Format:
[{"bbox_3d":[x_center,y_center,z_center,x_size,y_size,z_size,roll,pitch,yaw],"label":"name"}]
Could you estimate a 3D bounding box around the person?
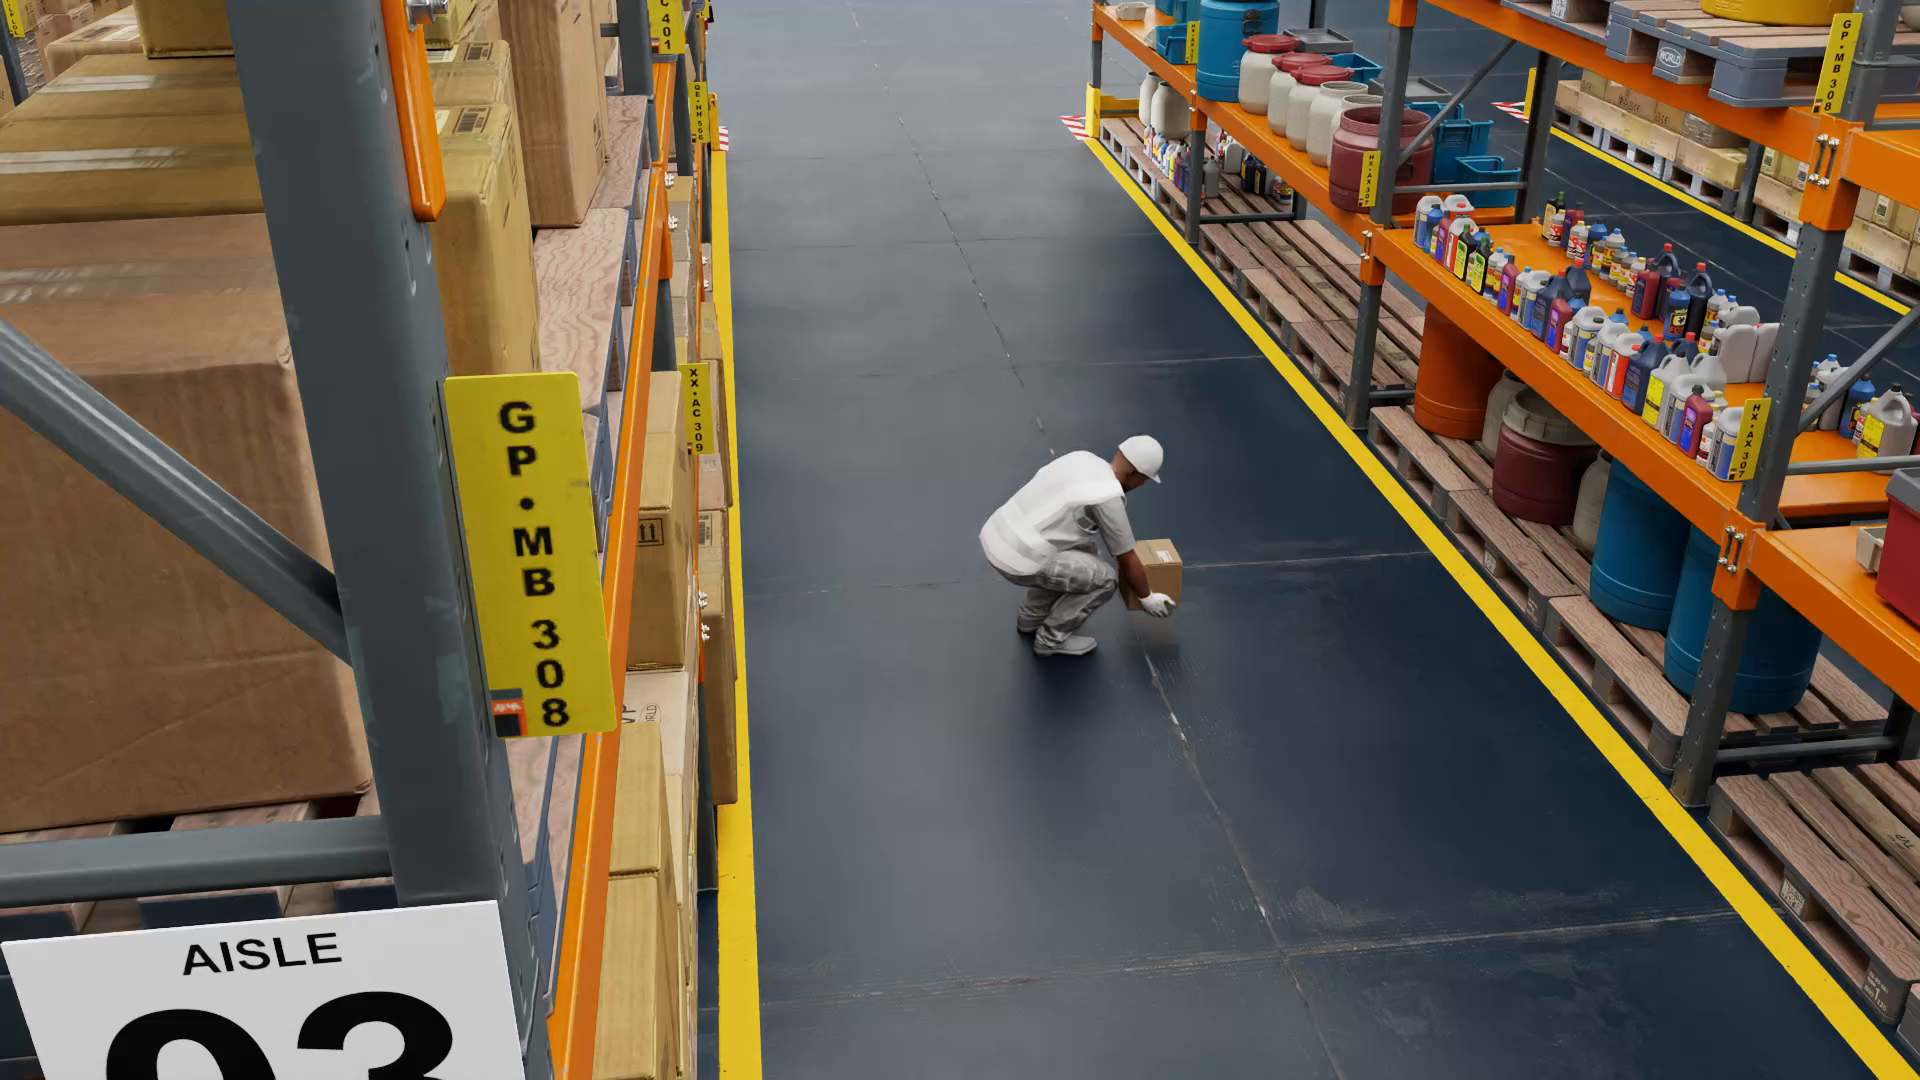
[{"bbox_3d":[0.548,0.007,7.926,0.909,1.025,0.570,-4,27,-7],"label":"person"}]
